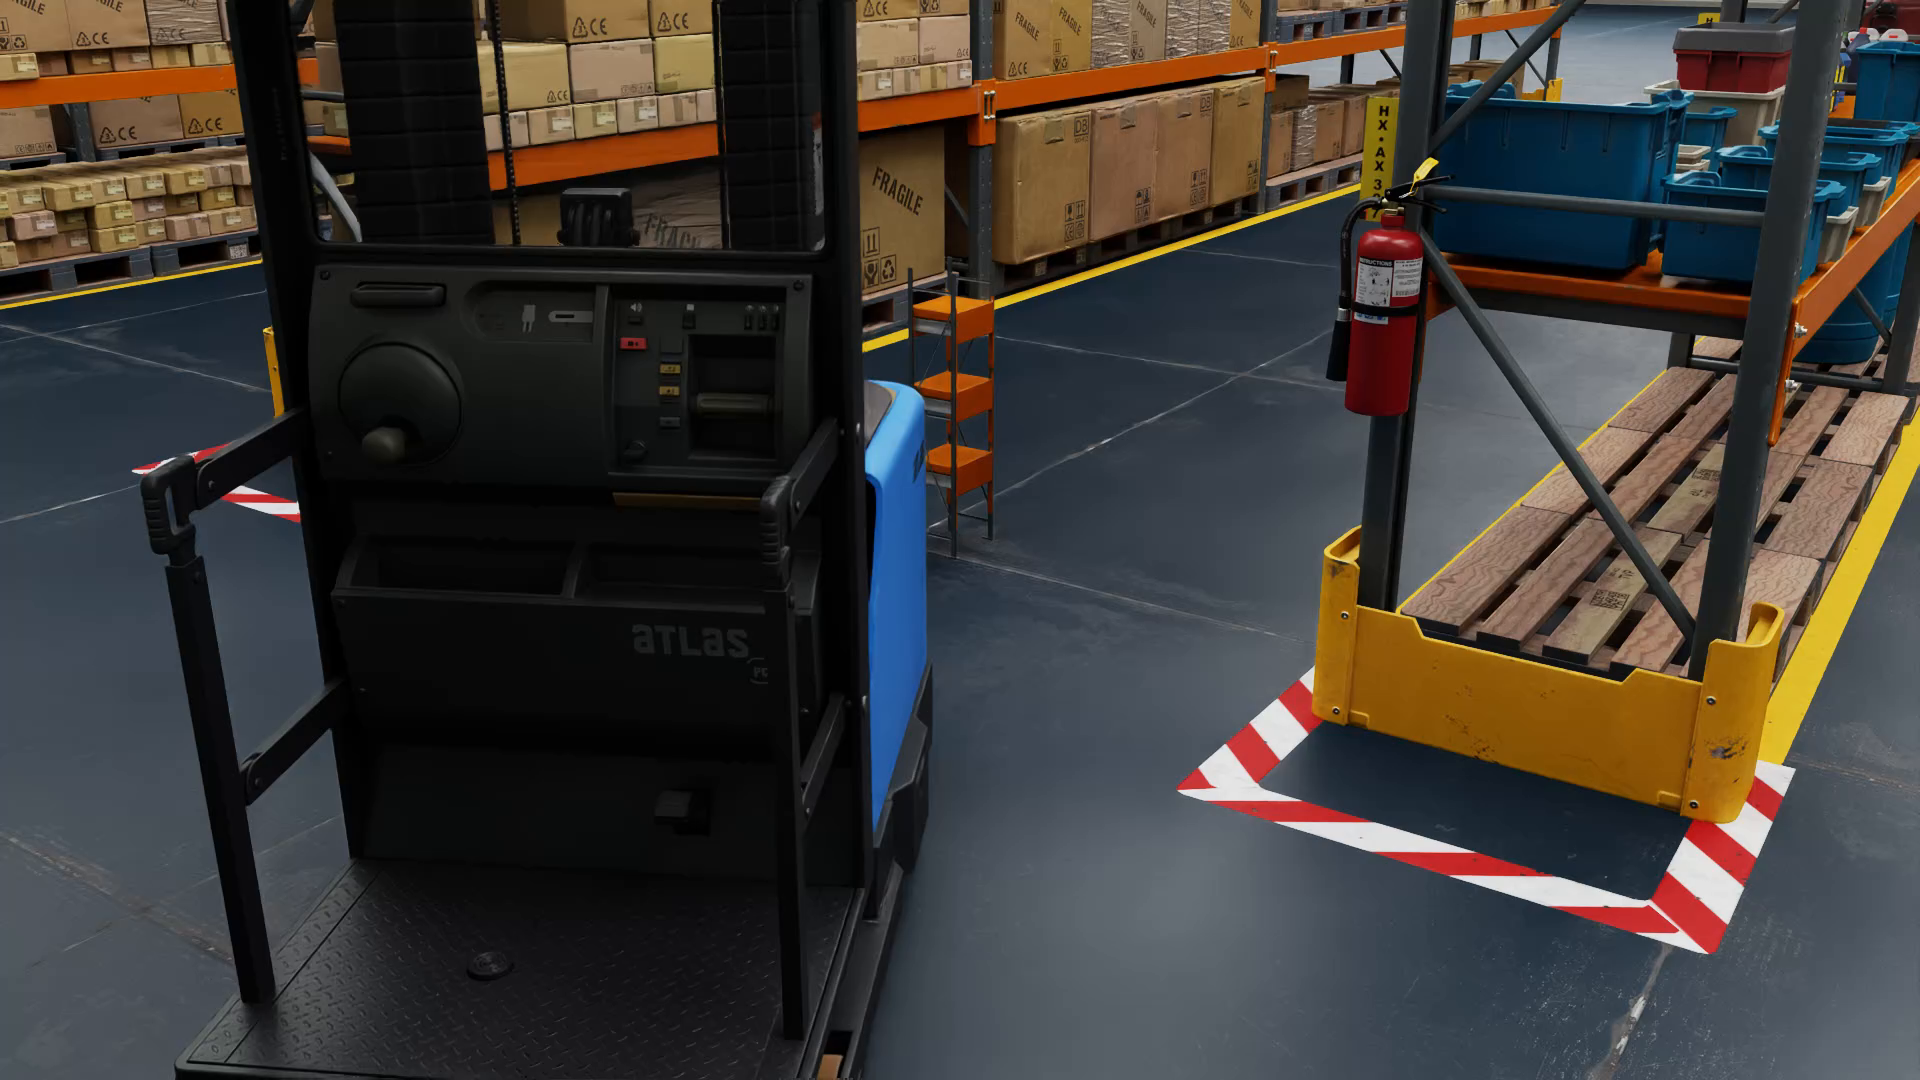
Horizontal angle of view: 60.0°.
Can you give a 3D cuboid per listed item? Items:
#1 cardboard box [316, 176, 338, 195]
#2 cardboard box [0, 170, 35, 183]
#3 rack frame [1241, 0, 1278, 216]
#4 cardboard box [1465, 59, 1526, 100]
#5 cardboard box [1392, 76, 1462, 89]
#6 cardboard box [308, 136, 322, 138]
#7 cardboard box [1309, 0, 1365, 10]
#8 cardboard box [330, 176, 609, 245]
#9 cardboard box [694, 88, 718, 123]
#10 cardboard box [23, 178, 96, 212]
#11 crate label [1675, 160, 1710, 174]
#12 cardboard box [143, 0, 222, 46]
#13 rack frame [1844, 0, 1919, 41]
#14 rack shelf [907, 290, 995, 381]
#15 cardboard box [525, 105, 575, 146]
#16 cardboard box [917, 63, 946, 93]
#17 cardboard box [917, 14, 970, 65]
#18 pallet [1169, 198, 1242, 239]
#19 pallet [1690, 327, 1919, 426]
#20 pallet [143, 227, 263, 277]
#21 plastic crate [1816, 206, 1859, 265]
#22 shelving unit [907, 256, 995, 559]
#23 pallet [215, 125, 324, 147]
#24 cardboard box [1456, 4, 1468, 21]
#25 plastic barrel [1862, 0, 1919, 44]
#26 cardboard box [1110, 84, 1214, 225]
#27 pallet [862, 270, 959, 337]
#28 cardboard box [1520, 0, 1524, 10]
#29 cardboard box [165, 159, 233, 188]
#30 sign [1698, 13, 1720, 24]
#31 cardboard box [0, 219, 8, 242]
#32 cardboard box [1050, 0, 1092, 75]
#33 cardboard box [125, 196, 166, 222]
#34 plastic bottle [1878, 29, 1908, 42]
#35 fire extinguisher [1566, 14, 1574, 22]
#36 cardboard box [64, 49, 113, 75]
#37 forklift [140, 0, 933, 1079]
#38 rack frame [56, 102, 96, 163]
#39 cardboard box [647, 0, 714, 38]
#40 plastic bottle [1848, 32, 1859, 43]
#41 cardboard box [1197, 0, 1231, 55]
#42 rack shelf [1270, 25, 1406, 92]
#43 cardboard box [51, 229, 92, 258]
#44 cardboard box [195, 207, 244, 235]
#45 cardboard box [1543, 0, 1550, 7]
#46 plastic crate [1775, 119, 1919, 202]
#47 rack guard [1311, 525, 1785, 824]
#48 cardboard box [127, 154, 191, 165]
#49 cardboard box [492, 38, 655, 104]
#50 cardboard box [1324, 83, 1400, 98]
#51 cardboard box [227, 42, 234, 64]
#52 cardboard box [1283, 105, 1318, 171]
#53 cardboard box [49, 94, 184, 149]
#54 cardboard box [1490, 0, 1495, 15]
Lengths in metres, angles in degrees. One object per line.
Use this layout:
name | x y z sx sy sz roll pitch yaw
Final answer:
cardboard box | -4.715 -2.582 11.998 0.380 0.149 0.250 14 24 32
cardboard box | -6.232 -2.301 10.808 0.380 0.149 0.250 13 24 31
rack frame | 1.993 -4.100 13.025 1.000 3.000 0.127 13 24 32
cardboard box | 6.126 -5.244 19.116 0.500 0.500 0.500 19 28 42
cardboard box | 4.815 -4.545 17.226 0.500 0.500 0.500 -15 25 -35
cardboard box | -4.869 -2.961 12.594 0.380 0.149 0.250 15 25 34
cardboard box | 3.126 -4.663 14.157 0.500 0.250 0.500 12 24 30
cardboard box | -2.210 -1.204 7.654 0.875 0.875 0.875 13 24 32
cardboard box | -1.311 -2.094 7.963 0.380 0.149 0.250 13 24 31
cardboard box | -5.671 -2.174 10.464 0.380 0.149 0.250 13 24 32
crate label | 2.212 -1.177 5.418 0.396 0.136 0.243 13 24 32
cardboard box | -5.221 -3.506 10.847 0.500 0.500 0.500 13 24 30
rack frame | 6.090 -3.134 10.414 1.000 3.000 0.127 13 24 32
rack shelf | -0.030 -0.733 5.947 0.215 0.259 0.240 13 24 32
cardboard box | -1.888 -1.798 7.164 0.380 0.149 0.250 13 24 31
cardboard box | -0.301 -2.609 9.356 0.380 0.149 0.250 14 24 33
cardboard box | -0.286 -2.843 9.416 0.500 0.250 0.500 13 24 31
pallet | 1.488 -2.581 12.937 1.003 0.211 1.213 13 24 32
pallet | 4.309 -0.892 8.371 1.003 0.211 1.213 13 24 32
pallet | -5.334 -2.090 11.610 1.003 0.211 1.213 13 24 32
plastic crate | 2.252 -0.826 4.467 0.250 0.136 0.298 13 24 32
shelving unit | -0.030 -0.477 6.041 0.215 1.050 0.252 13 24 32
pallet | -7.395 -4.165 17.219 1.003 0.211 1.213 13 24 32
cardboard box | 4.763 -5.202 16.367 0.380 0.149 0.250 13 24 32
plastic barrel | 6.100 -3.390 10.910 0.600 0.536 0.708 13 24 32
cardboard box | 1.081 -2.852 12.109 1.225 0.875 0.875 13 24 32
pallet | -0.747 -1.441 9.858 1.003 0.211 1.213 13 24 32
cardboard box | 5.934 -5.870 18.172 0.380 0.149 0.250 13 24 32
cardboard box | -5.188 -2.496 11.336 0.380 0.149 0.250 13 24 32
sign | 3.387 -2.224 7.554 0.100 0.325 0.005 13 24 32
cardboard box | -6.042 -1.900 10.154 0.380 0.149 0.250 14 25 34
cardboard box | 0.492 -3.227 10.520 0.500 0.500 0.500 13 24 32
cardboard box | -5.473 -2.203 10.971 0.380 0.149 0.250 12 23 29
plastic bottle | 5.705 -2.985 10.190 0.152 0.276 0.135 13 24 32
fire extinguisher | 6.936 -6.302 19.090 0.296 0.674 0.183 13 24 32
cardboard box | -5.587 -3.034 10.506 0.380 0.149 0.250 13 24 31
forklift | -0.749 -0.288 2.820 1.130 2.935 3.031 2 20 6
rack frame | -8.451 -4.885 15.147 1.000 3.000 0.127 13 24 32
cardboard box | -1.443 -2.604 7.687 0.500 0.500 0.500 13 24 30
plastic bottle | 5.319 -2.882 9.911 0.152 0.276 0.135 13 24 32
cardboard box | 1.636 -3.815 12.111 0.500 0.500 0.500 13 24 31
rack shelf | 3.118 -4.336 14.701 1.077 0.370 4.000 13 24 32
cardboard box | -5.777 -1.912 10.615 0.380 0.149 0.250 14 24 32
cardboard box | -5.131 -2.195 11.379 0.380 0.149 0.250 13 24 32
cardboard box | 6.501 -6.155 18.944 0.380 0.149 0.250 13 24 32
plastic crate | 2.912 -1.259 5.499 0.416 0.233 0.300 13 24 32
rack guard | 1.590 0.343 4.616 1.175 0.500 0.348 13 24 32
cardboard box | -5.565 -2.586 11.578 0.380 0.149 0.250 13 24 32
cardboard box | -1.724 -2.109 7.431 0.500 0.250 0.500 13 24 31
cardboard box | 3.879 -4.110 16.020 0.700 0.500 0.500 11 23 28
cardboard box | -5.002 -3.327 11.299 0.380 0.149 0.250 13 24 31
cardboard box | 2.655 -3.492 14.350 0.700 0.500 0.500 11 23 27
cardboard box | -8.169 -4.279 15.966 0.875 0.875 0.875 14 25 33
cardboard box | 5.294 -5.496 17.162 0.380 0.149 0.250 13 24 32
